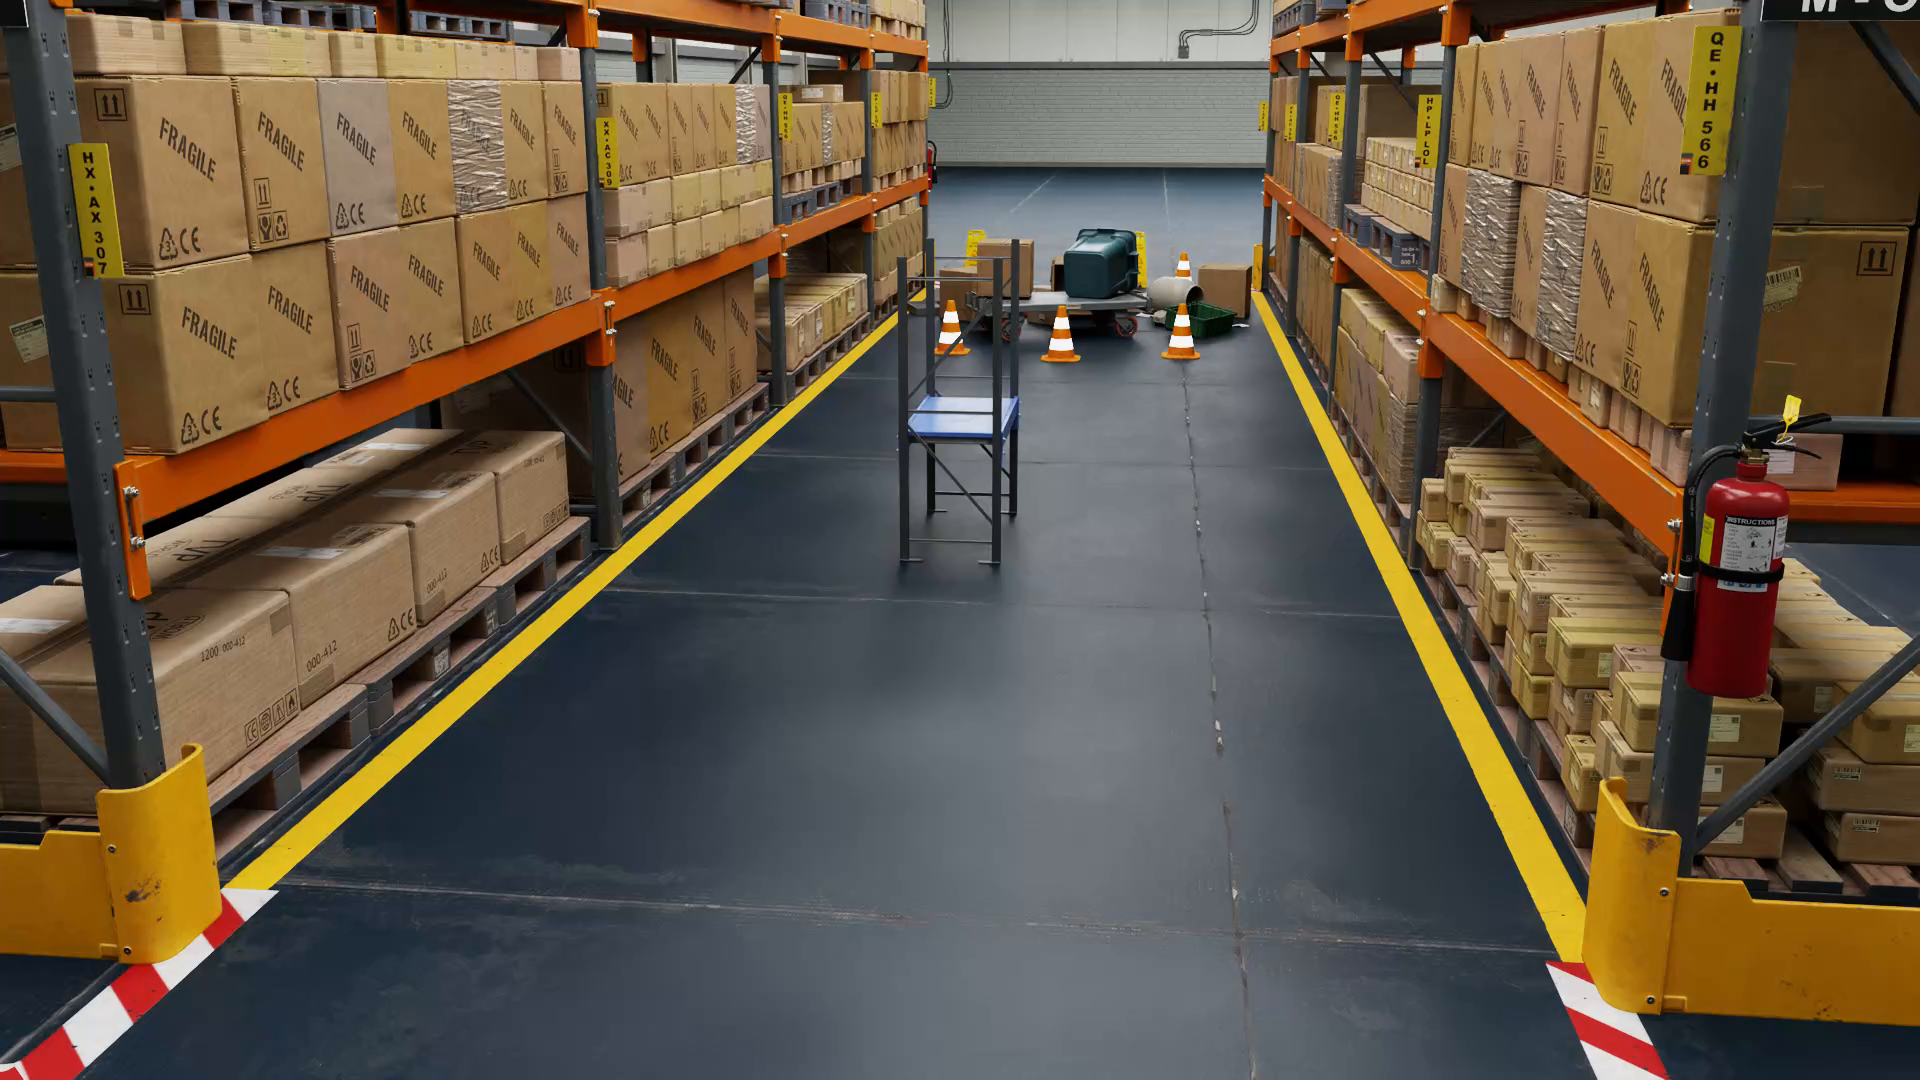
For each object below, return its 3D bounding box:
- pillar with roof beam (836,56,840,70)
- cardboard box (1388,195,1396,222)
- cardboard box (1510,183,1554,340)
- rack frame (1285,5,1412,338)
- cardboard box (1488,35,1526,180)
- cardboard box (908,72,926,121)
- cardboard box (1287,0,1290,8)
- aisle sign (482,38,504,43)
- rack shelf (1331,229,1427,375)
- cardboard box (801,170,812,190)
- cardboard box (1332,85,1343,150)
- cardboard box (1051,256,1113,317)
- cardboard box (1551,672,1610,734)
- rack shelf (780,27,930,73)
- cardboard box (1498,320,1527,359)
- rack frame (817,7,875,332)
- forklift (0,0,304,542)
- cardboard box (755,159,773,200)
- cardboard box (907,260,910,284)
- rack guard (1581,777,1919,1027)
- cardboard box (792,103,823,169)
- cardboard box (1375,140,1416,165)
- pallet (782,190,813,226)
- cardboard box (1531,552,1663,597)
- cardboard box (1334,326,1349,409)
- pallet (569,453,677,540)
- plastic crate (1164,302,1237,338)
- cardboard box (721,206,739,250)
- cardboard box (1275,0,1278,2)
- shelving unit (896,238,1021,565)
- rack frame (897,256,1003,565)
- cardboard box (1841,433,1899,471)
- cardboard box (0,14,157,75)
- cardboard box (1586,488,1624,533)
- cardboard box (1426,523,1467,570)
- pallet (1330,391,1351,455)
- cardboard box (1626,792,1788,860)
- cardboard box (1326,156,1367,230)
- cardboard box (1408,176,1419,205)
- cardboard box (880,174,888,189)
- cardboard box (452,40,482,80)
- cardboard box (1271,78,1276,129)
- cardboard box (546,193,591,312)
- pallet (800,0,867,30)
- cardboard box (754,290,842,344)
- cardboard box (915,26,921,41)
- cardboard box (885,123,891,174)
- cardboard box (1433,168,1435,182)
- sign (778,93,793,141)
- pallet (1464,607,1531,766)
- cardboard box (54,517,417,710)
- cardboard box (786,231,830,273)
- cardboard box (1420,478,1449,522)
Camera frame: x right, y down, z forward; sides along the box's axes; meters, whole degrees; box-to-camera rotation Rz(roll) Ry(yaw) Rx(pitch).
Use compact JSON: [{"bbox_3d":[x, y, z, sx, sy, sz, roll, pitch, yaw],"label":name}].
[{"bbox_3d":[0.873,-15.067,47.143,9.100,9.000,0.400,2,15,6],"label":"pillar with roof beam"},{"bbox_3d":[2.745,-1.959,9.836,0.380,0.149,0.250,2,15,7],"label":"cardboard box"},{"bbox_3d":[2.214,-0.967,5.729,0.500,0.500,0.500,2,15,9],"label":"cardboard box"},{"bbox_3d":[3.595,-3.369,15.374,1.000,3.000,0.127,2,15,6],"label":"rack frame"},{"bbox_3d":[2.269,-1.594,6.133,0.500,0.500,0.500,2,15,7],"label":"cardboard box"},{"bbox_3d":[-0.744,-4.795,17.972,0.700,0.500,0.500,2,15,6],"label":"cardboard box"},{"bbox_3d":[3.461,-5.381,16.554,0.380,0.149,0.250,2,15,6],"label":"cardboard box"},{"bbox_3d":[-5.516,-5.934,19.882,0.394,0.787,0.004,2,15,6],"label":"aisle sign"},{"bbox_3d":[2.918,-1.465,9.713,1.077,0.370,4.000,2,15,6],"label":"rack shelf"},{"bbox_3d":[-1.371,-2.824,13.036,0.380,0.149,0.250,2,15,7],"label":"cardboard box"},{"bbox_3d":[3.374,-3.375,13.291,0.700,0.500,0.500,2,15,6],"label":"cardboard box"},{"bbox_3d":[1.337,-2.613,17.103,0.797,0.637,0.503,2,15,6],"label":"cardboard box"},{"bbox_3d":[2.074,0.493,5.178,0.380,0.149,0.250,1,15,4],"label":"cardboard box"},{"bbox_3d":[-1.109,-5.108,17.437,1.077,0.370,4.000,2,15,6],"label":"rack shelf"},{"bbox_3d":[2.235,-0.766,6.229,0.380,0.149,0.250,2,15,9],"label":"cardboard box"},{"bbox_3d":[-1.334,-3.488,15.816,1.000,3.000,0.127,2,15,6],"label":"rack frame"},{"bbox_3d":[-4.580,-1.735,9.464,1.130,2.935,3.031,2,15,6],"label":"forklift"},{"bbox_3d":[-1.588,-2.487,11.442,0.500,0.250,0.500,2,15,6],"label":"cardboard box"},{"bbox_3d":[-0.827,-2.914,18.154,0.500,0.250,0.500,1,15,4],"label":"cardboard box"},{"bbox_3d":[2.250,0.930,4.263,1.175,0.500,0.348,2,15,6],"label":"rack guard"},{"bbox_3d":[-1.400,-3.229,13.290,0.500,0.500,0.500,2,15,7],"label":"cardboard box"},{"bbox_3d":[2.840,-2.453,10.523,0.380,0.149,0.250,2,15,6],"label":"cardboard box"},{"bbox_3d":[-1.811,-2.546,12.700,1.213,0.211,1.003,2,15,6],"label":"pallet"},{"bbox_3d":[2.245,0.149,5.882,0.380,0.149,0.250,1,15,4],"label":"cardboard box"},{"bbox_3d":[2.811,-1.151,11.158,0.500,0.500,0.500,1,15,4],"label":"cardboard box"},{"bbox_3d":[-2.225,-0.270,9.255,1.003,0.211,1.213,2,15,6],"label":"pallet"},{"bbox_3d":[2.313,-2.123,16.043,0.450,0.188,0.662,22,25,31],"label":"plastic crate"},{"bbox_3d":[-1.700,-1.977,10.513,0.500,0.250,0.500,2,15,6],"label":"cardboard box"},{"bbox_3d":[3.737,-6.059,18.297,0.500,0.250,0.500,2,15,6],"label":"cardboard box"},{"bbox_3d":[0.010,-0.746,8.548,0.538,1.500,1.048,2,15,6],"label":"shelving unit"},{"bbox_3d":[-0.048,-0.614,8.061,0.500,1.500,0.032,2,15,6],"label":"rack frame"},{"bbox_3d":[2.591,-0.277,4.420,0.380,0.149,0.250,2,15,8],"label":"cardboard box"},{"bbox_3d":[-2.373,-1.304,4.388,0.380,0.149,0.250,2,15,7],"label":"cardboard box"},{"bbox_3d":[2.794,-0.110,6.841,0.380,0.149,0.250,2,15,8],"label":"cardboard box"},{"bbox_3d":[2.302,0.034,7.448,0.380,0.149,0.250,2,15,8],"label":"cardboard box"},{"bbox_3d":[3.054,-0.783,11.152,1.003,0.211,1.213,2,15,6],"label":"pallet"},{"bbox_3d":[2.094,0.774,4.709,0.380,0.149,0.250,2,15,7],"label":"cardboard box"},{"bbox_3d":[2.928,-2.504,11.986,0.500,0.500,0.500,2,15,6],"label":"cardboard box"},{"bbox_3d":[2.658,-1.899,9.046,0.380,0.149,0.250,1,15,3],"label":"cardboard box"},{"bbox_3d":[-0.941,-3.639,16.856,0.380,0.149,0.250,2,15,8],"label":"cardboard box"},{"bbox_3d":[-2.134,-1.907,6.617,0.380,0.149,0.250,2,15,6],"label":"cardboard box"},{"bbox_3d":[3.966,-4.905,18.698,0.875,0.550,0.550,2,15,6],"label":"cardboard box"},{"bbox_3d":[-2.035,-1.334,7.657,0.500,0.500,0.500,2,15,7],"label":"cardboard box"},{"bbox_3d":[-1.510,-4.689,14.869,1.213,0.211,1.003,2,15,6],"label":"pallet"},{"bbox_3d":[-1.546,-1.920,14.244,0.950,0.372,0.625,2,15,8],"label":"cardboard box"},{"bbox_3d":[-0.641,-5.686,18.679,0.380,0.149,0.250,2,15,7],"label":"cardboard box"},{"bbox_3d":[-0.974,-3.917,16.640,0.500,0.500,0.500,2,15,6],"label":"cardboard box"},{"bbox_3d":[2.574,-1.842,8.265,0.380,0.149,0.250,1,15,5],"label":"cardboard box"},{"bbox_3d":[-1.234,-2.994,11.771,0.100,0.325,0.005,2,15,6],"label":"sign"},{"bbox_3d":[2.517,0.545,6.243,1.003,0.211,1.213,2,15,6],"label":"pallet"},{"bbox_3d":[-2.618,0.246,6.109,0.875,0.438,0.875,2,15,8],"label":"cardboard box"},{"bbox_3d":[-1.534,-2.887,16.619,0.500,0.500,0.500,1,15,5],"label":"cardboard box"},{"bbox_3d":[2.334,-0.179,7.666,0.380,0.149,0.250,2,15,9],"label":"cardboard box"}]
